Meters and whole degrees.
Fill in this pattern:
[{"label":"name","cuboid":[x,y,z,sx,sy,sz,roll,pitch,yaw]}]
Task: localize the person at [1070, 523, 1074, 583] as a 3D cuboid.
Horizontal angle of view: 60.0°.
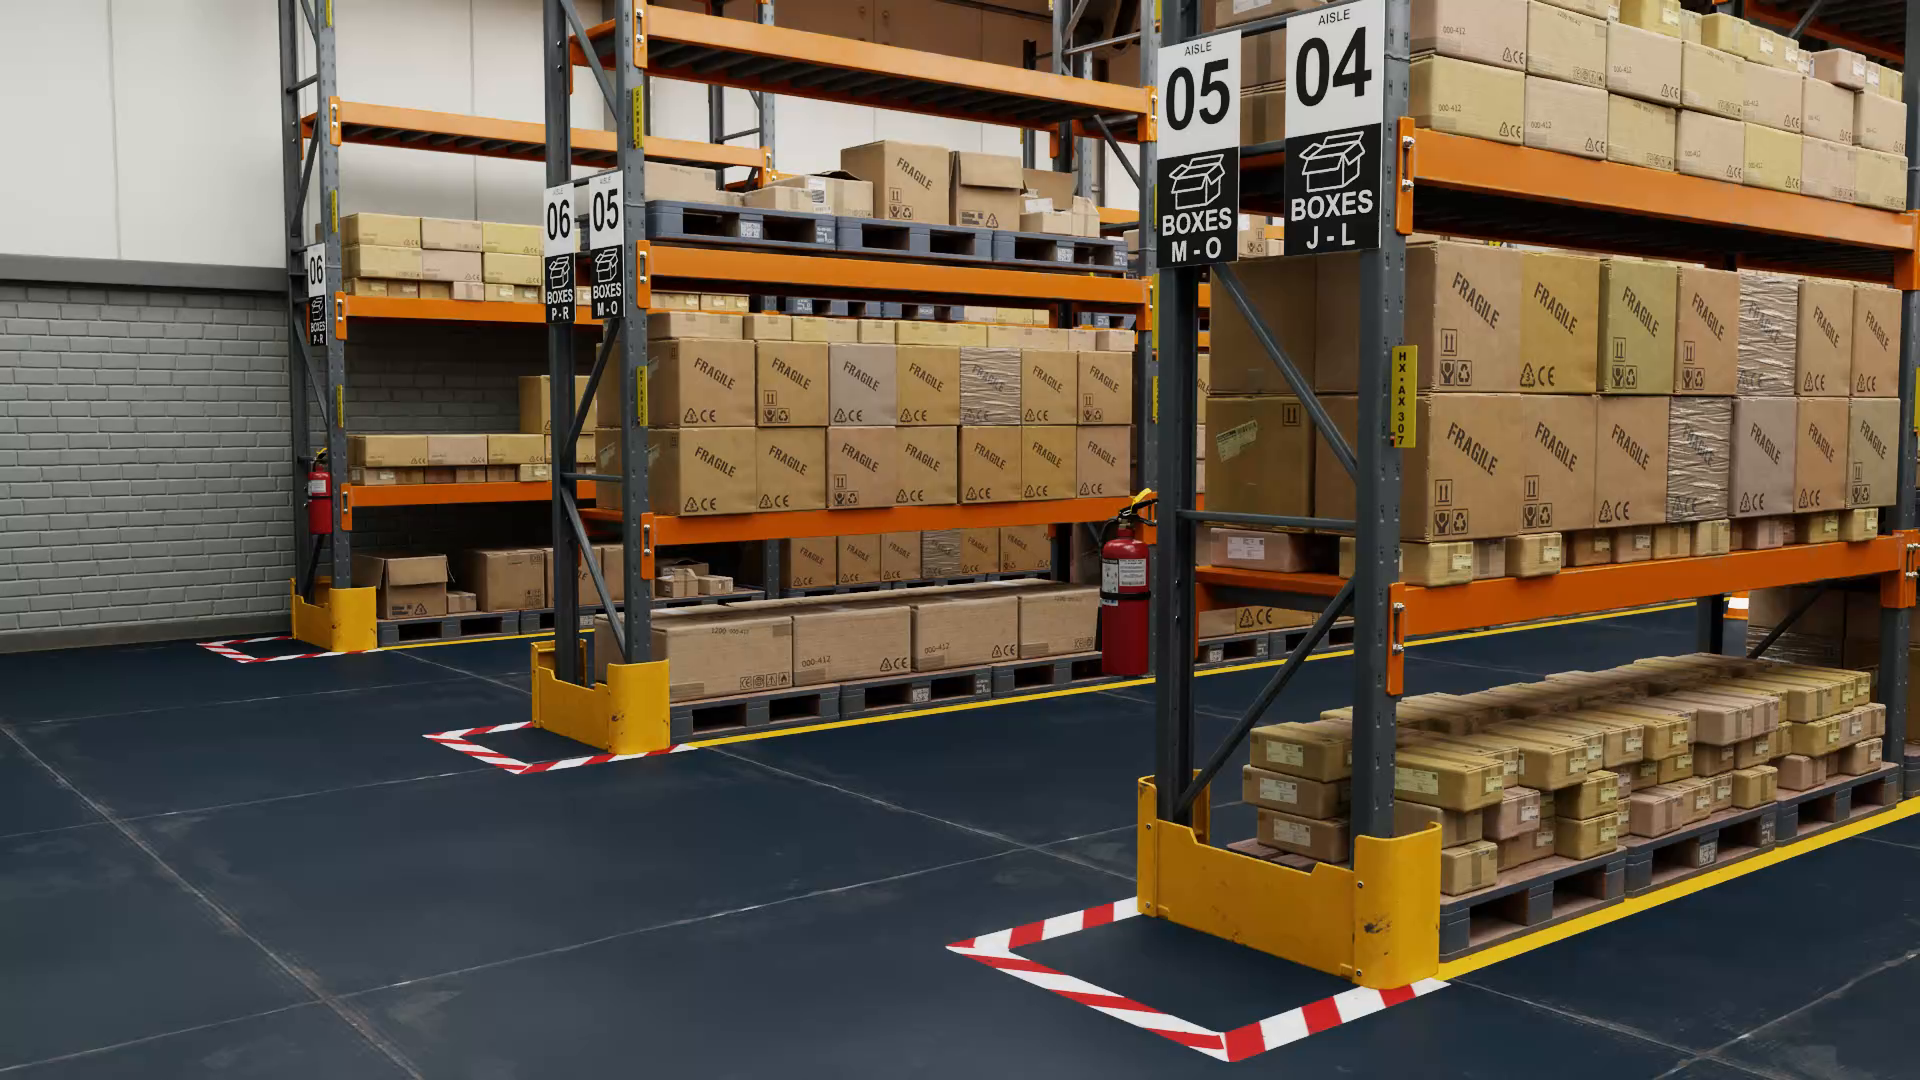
[{"label":"person","cuboid":[1.011,-0.141,15.550,0.351,1.673,0.510,-4,6,-40]}]
